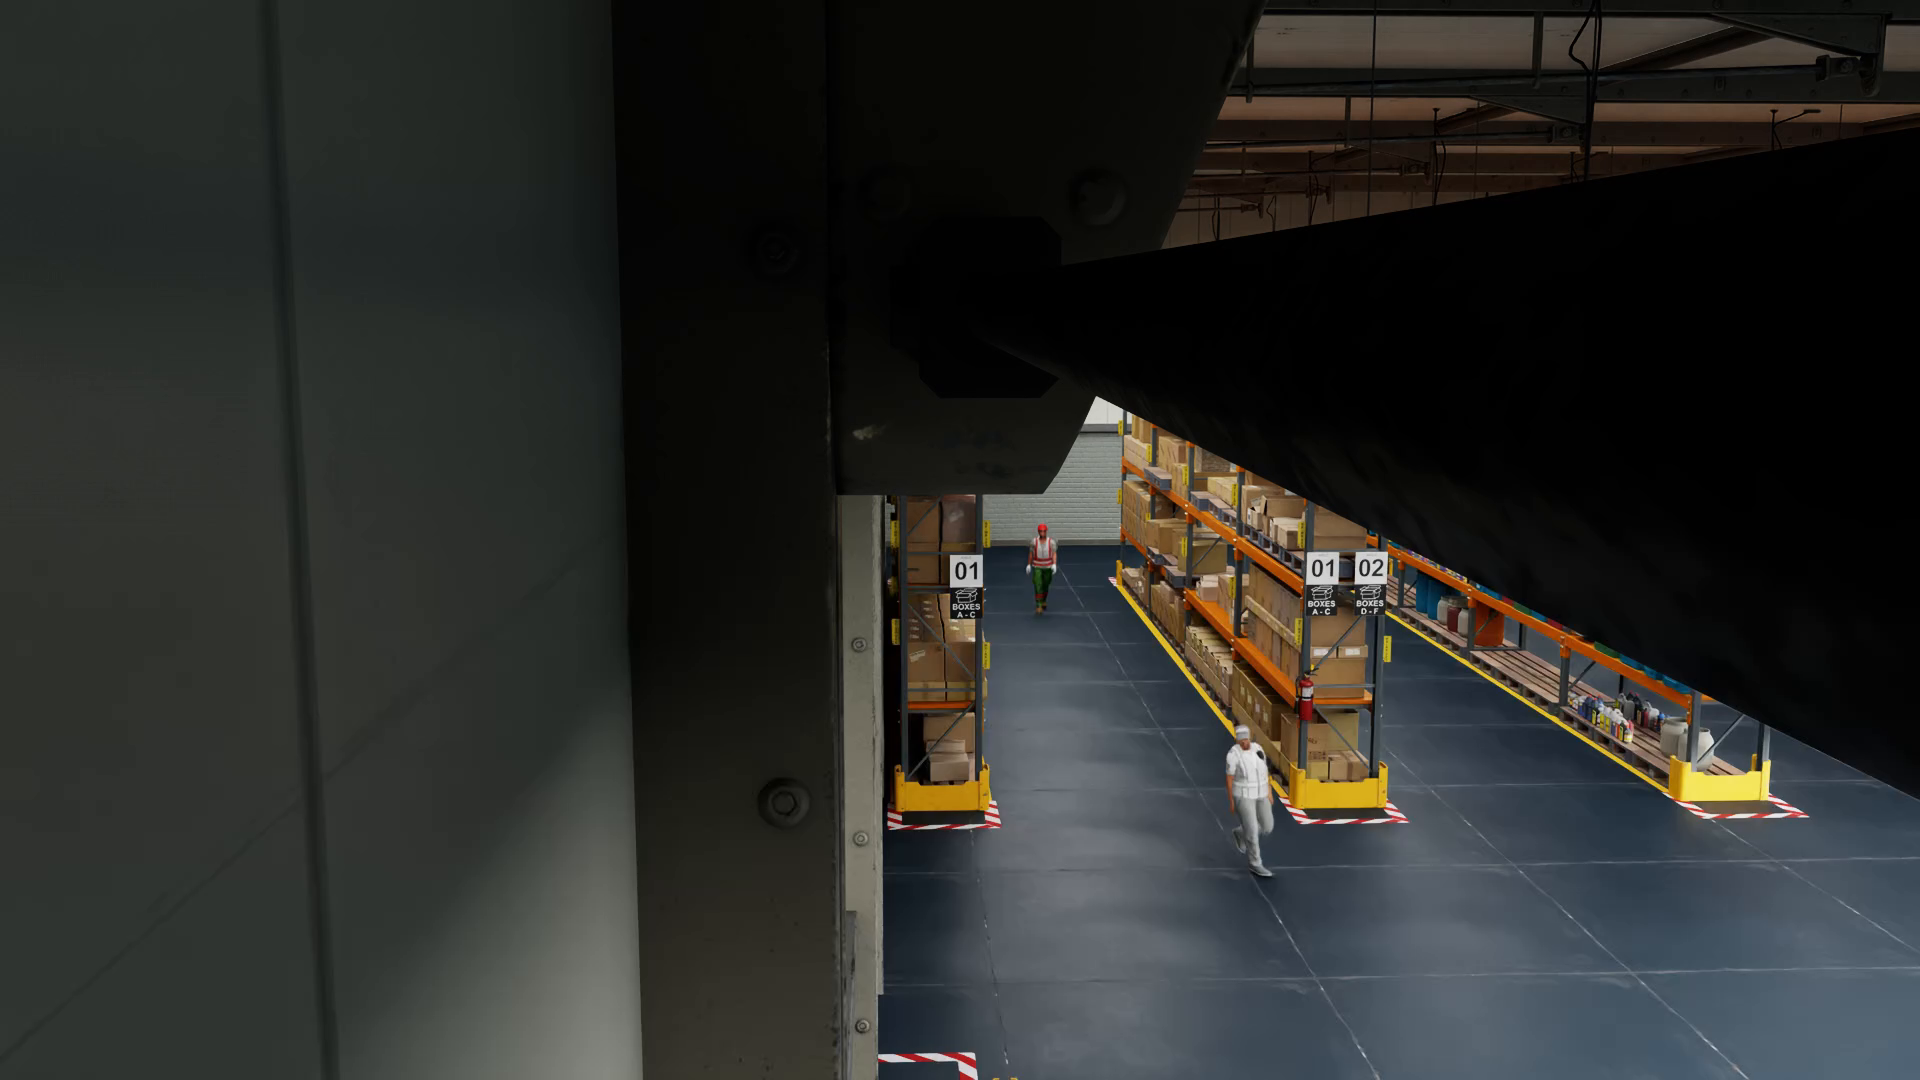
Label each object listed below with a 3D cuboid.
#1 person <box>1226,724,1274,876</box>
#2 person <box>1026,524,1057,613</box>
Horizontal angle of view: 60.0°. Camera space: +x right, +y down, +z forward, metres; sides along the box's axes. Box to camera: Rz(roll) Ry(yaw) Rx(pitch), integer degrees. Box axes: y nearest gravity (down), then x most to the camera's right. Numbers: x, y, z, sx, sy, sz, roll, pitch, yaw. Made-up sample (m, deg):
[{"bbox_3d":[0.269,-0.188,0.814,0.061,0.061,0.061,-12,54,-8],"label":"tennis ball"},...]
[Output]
[{"bbox_3d":[3.199,2.831,18.334,0.495,1.632,0.724,-4,9,-27],"label":"person"},{"bbox_3d":[1.662,0.545,33.254,0.580,1.721,1.050,-1,8,-7],"label":"person"}]
